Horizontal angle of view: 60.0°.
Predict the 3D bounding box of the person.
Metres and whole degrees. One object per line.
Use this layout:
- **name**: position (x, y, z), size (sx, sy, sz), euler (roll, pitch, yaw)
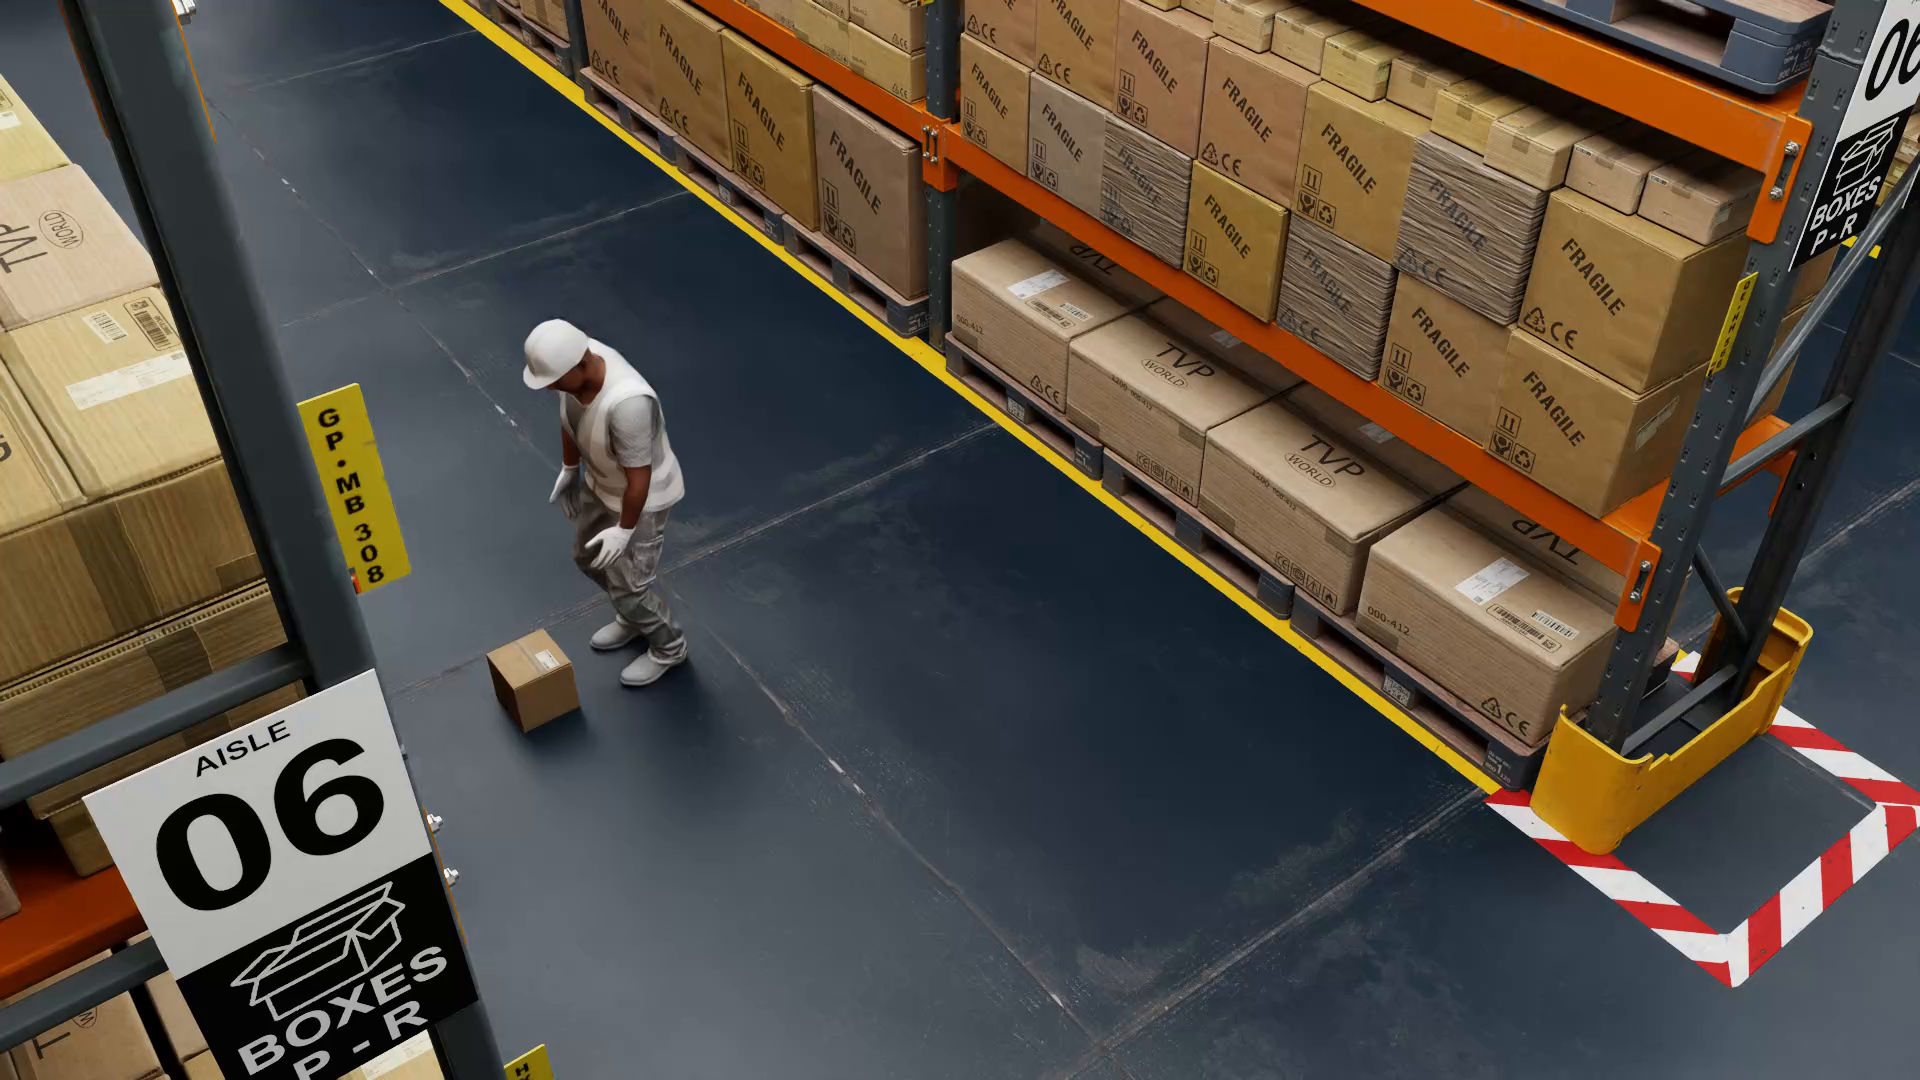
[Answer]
- **person**: position (-1.325, -0.157, 6.400), size (0.517, 1.695, 0.584), euler (-25, 46, -27)
